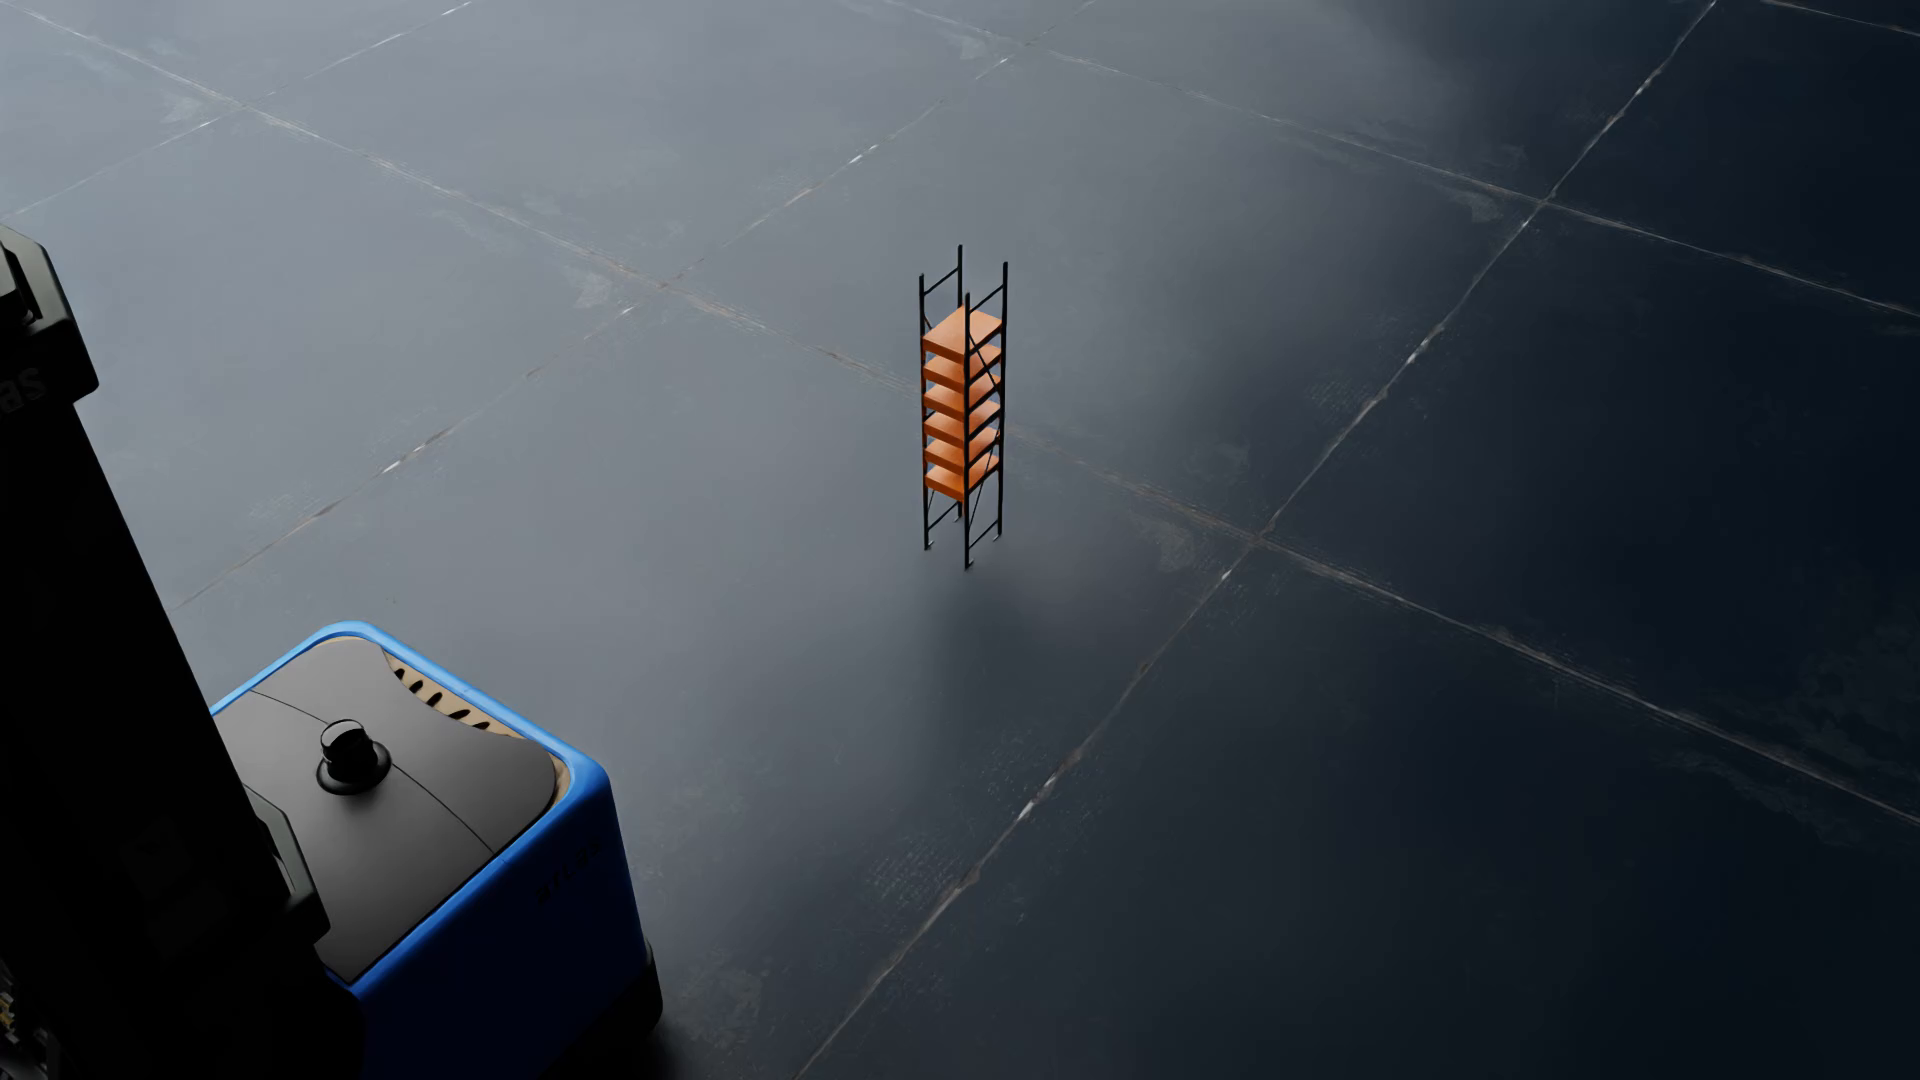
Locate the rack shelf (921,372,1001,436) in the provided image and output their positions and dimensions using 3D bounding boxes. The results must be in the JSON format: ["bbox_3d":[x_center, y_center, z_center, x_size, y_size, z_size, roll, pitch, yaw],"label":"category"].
[{"bbox_3d":[0.012,-0.498,5.793,0.180,0.103,0.258,25,48,25],"label":"rack shelf"}]

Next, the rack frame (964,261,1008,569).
[{"bbox_3d":[0.087,-0.407,5.805,0.006,1.200,0.240,25,48,25],"label":"rack frame"}]

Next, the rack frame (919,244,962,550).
[{"bbox_3d":[-0.063,-0.477,5.883,0.006,1.200,0.240,25,48,25],"label":"rack frame"}]

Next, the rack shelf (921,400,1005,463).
[{"bbox_3d":[0.012,-0.408,5.873,0.180,0.103,0.258,25,48,25],"label":"rack shelf"}]

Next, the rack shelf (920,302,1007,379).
[{"bbox_3d":[0.012,-0.677,5.633,0.180,0.103,0.258,25,48,25],"label":"rack shelf"}]

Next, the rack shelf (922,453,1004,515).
[{"bbox_3d":[0.012,-0.230,6.033,0.180,0.103,0.258,25,48,25],"label":"rack shelf"}]

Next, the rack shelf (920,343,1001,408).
[{"bbox_3d":[0.012,-0.587,5.713,0.180,0.103,0.258,25,48,25],"label":"rack shelf"}]

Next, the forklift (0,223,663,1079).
[{"bbox_3d":[-2.095,0.885,3.063,1.130,2.935,3.031,25,48,25],"label":"forklift"}]

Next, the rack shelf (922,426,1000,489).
[{"bbox_3d":[0.012,-0.319,5.953,0.180,0.103,0.258,25,48,25],"label":"rack shelf"}]

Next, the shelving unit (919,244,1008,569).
[{"bbox_3d":[0.012,-0.442,5.844,0.189,1.200,0.258,25,48,25],"label":"shelving unit"}]
